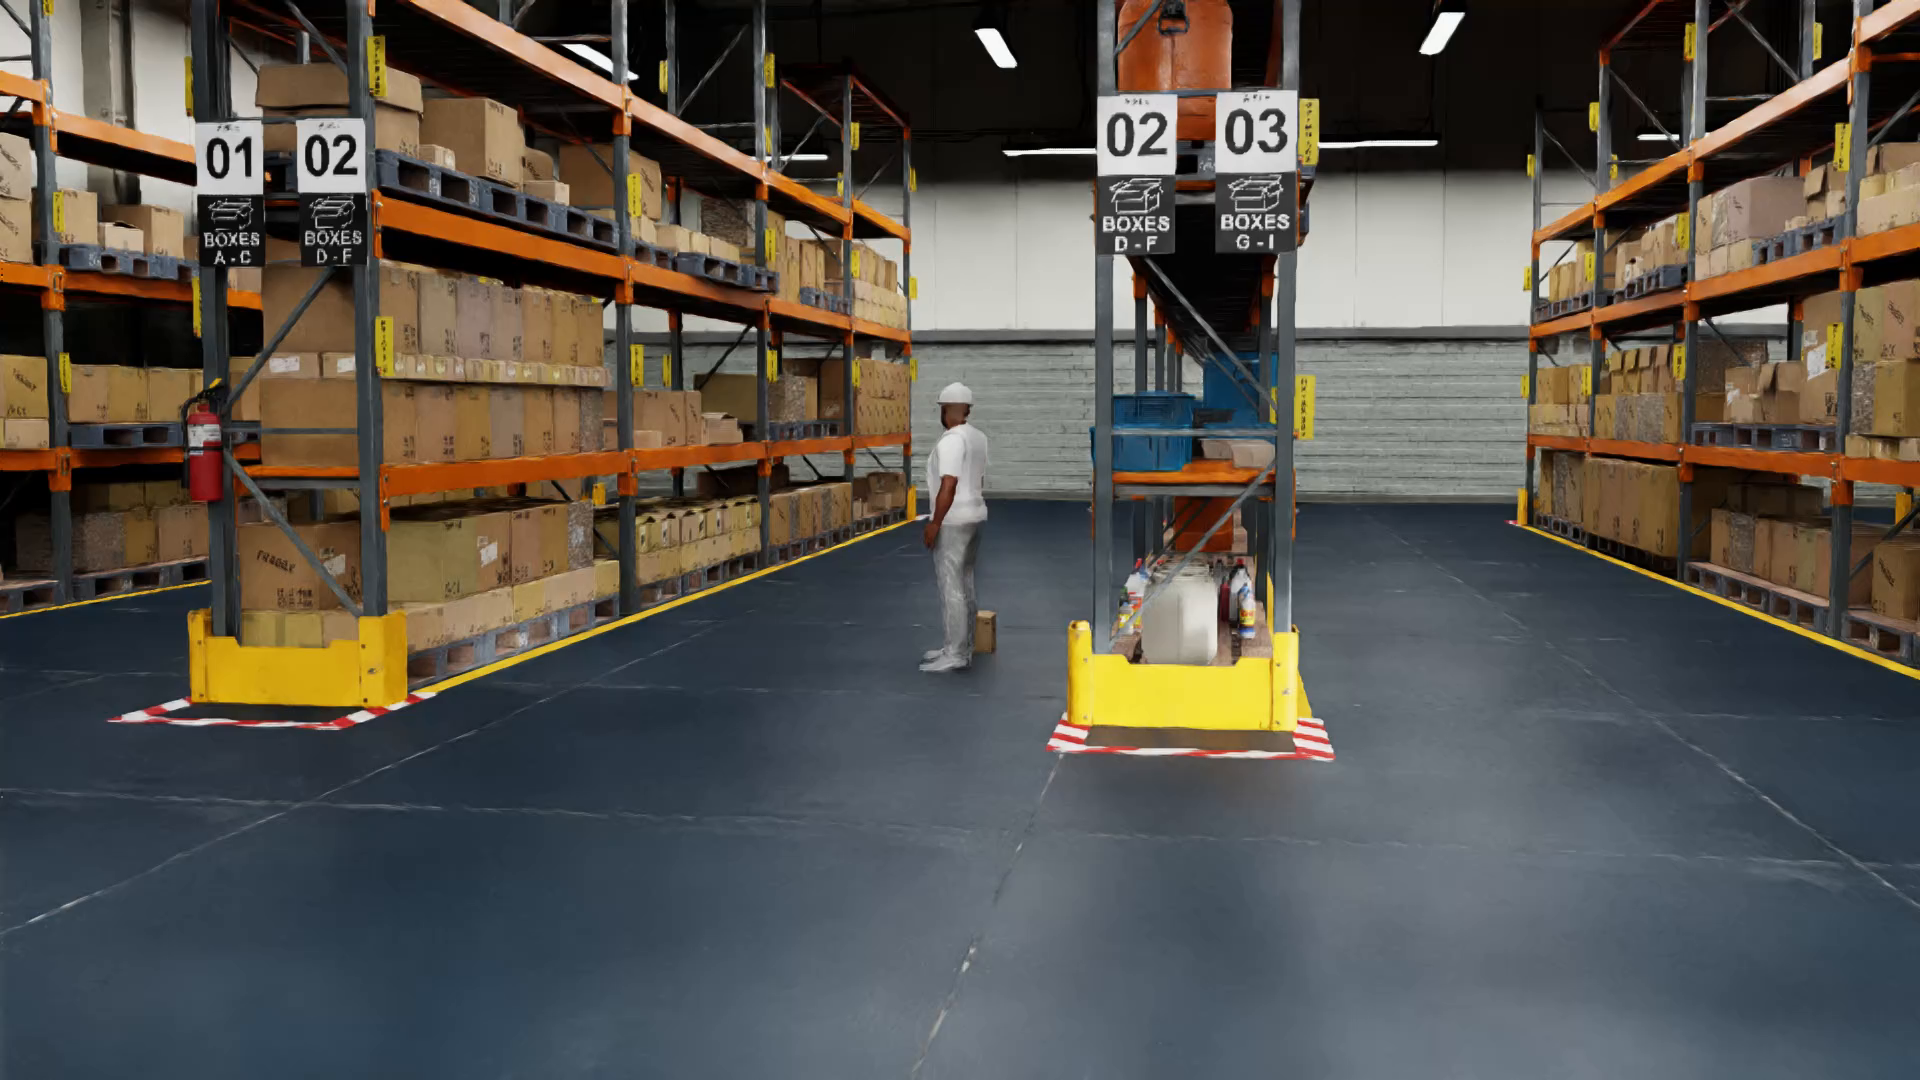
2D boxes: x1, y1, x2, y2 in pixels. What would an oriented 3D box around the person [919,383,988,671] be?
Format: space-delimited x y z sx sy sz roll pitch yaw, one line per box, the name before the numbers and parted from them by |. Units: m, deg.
person | -0.049 -0.087 10.502 0.413 1.802 0.627 2 5 21
